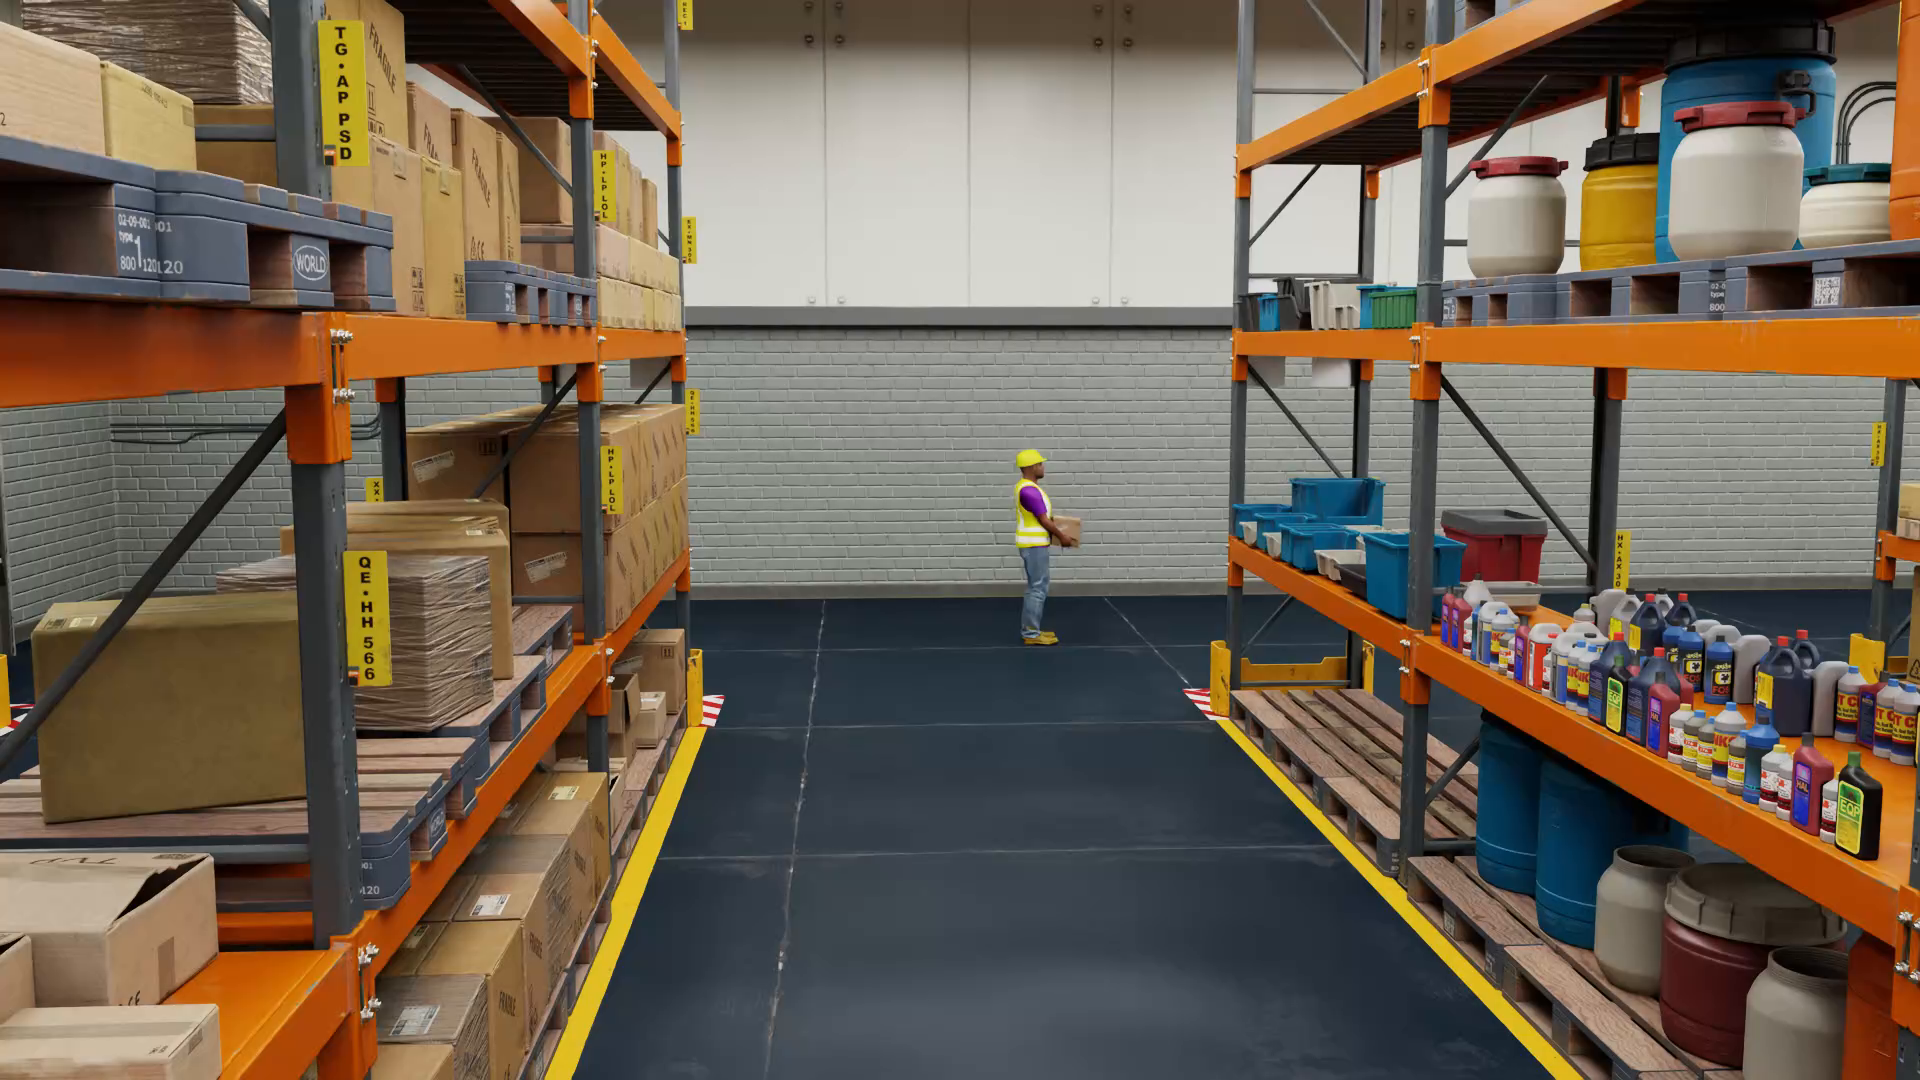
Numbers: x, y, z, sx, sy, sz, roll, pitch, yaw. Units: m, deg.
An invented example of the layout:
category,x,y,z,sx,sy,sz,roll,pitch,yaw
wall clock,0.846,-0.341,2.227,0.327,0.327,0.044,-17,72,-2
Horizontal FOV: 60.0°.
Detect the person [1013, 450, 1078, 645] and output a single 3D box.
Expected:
category,x,y,z,sx,sy,sz,roll,pitch,yaw
person,0.774,0.057,15.165,0.573,1.767,0.521,0,7,-4
